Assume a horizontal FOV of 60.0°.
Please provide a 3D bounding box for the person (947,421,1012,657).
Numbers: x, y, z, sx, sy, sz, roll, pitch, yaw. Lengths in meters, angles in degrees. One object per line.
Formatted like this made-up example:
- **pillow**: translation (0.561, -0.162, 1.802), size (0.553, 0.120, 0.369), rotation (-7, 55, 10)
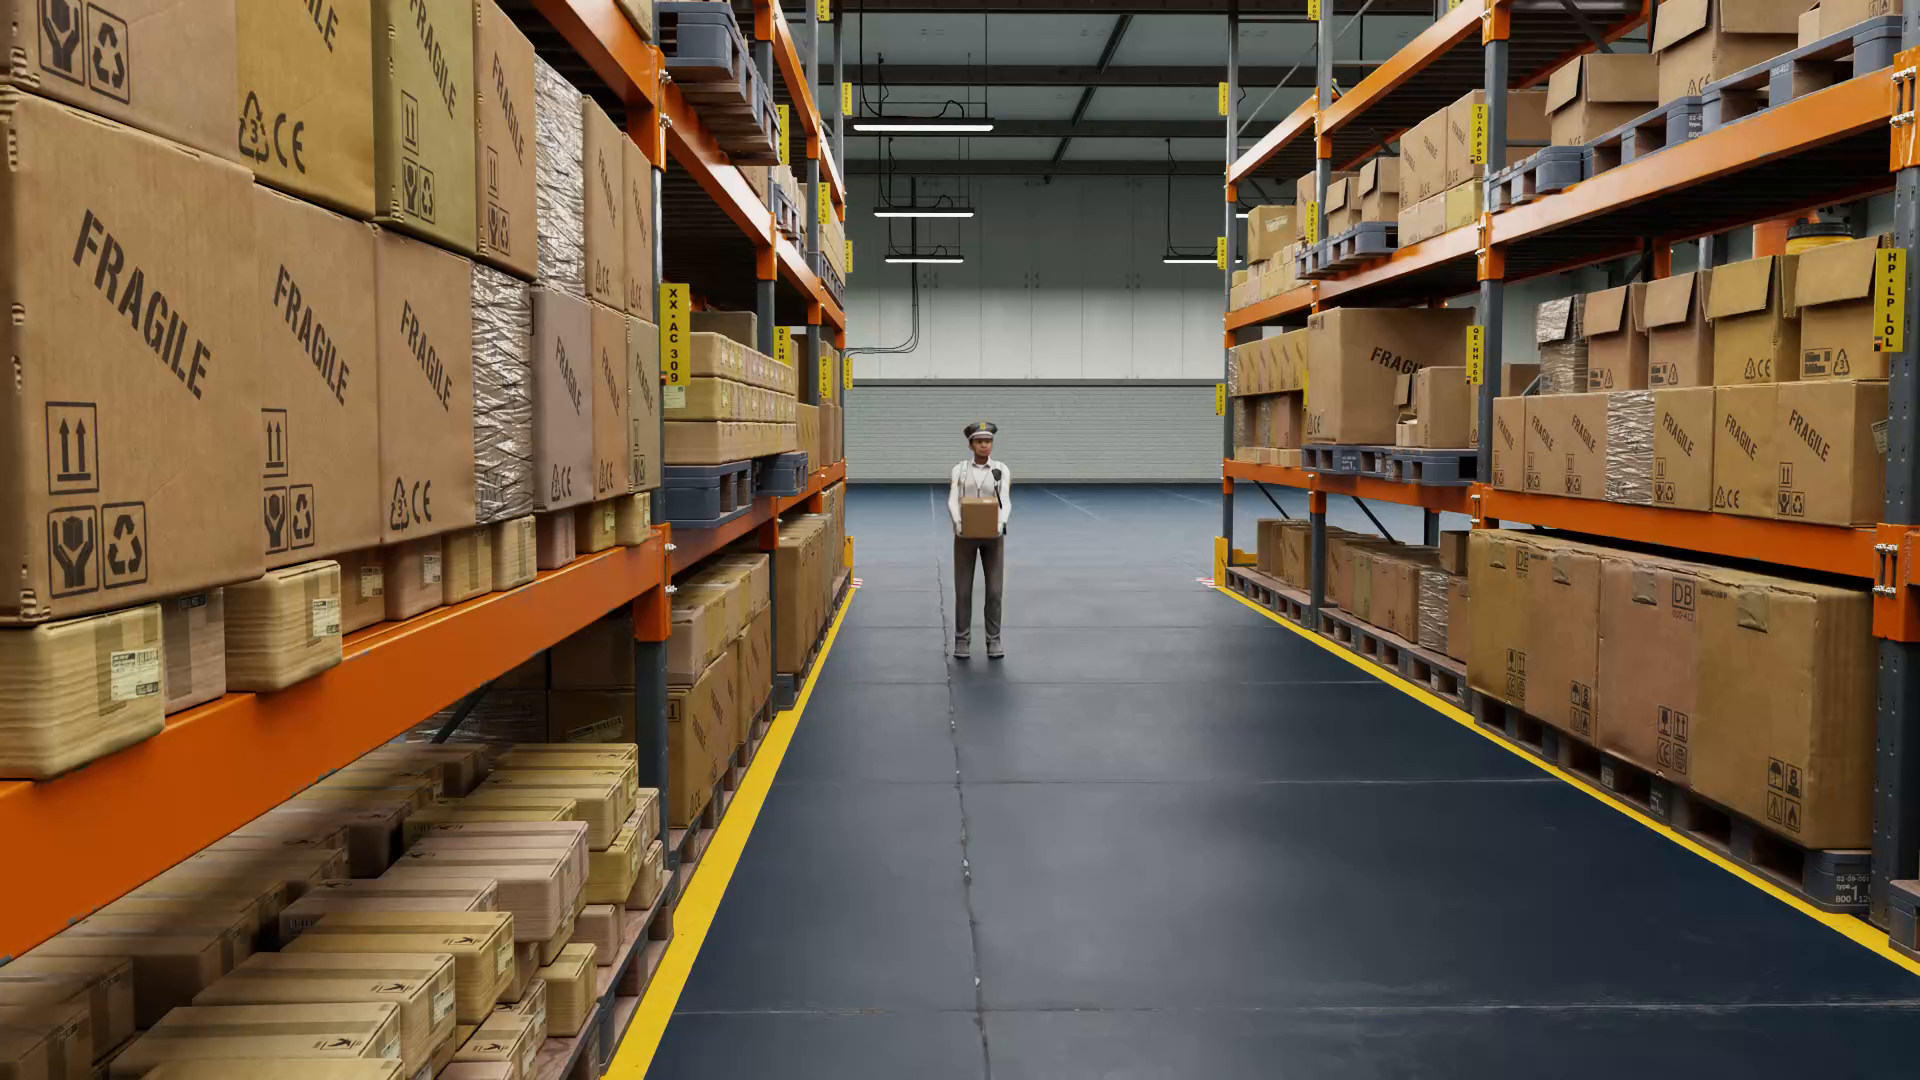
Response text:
- **person**: translation (0.139, -0.005, 11.894), size (0.459, 1.686, 0.563), rotation (0, 4, -1)
